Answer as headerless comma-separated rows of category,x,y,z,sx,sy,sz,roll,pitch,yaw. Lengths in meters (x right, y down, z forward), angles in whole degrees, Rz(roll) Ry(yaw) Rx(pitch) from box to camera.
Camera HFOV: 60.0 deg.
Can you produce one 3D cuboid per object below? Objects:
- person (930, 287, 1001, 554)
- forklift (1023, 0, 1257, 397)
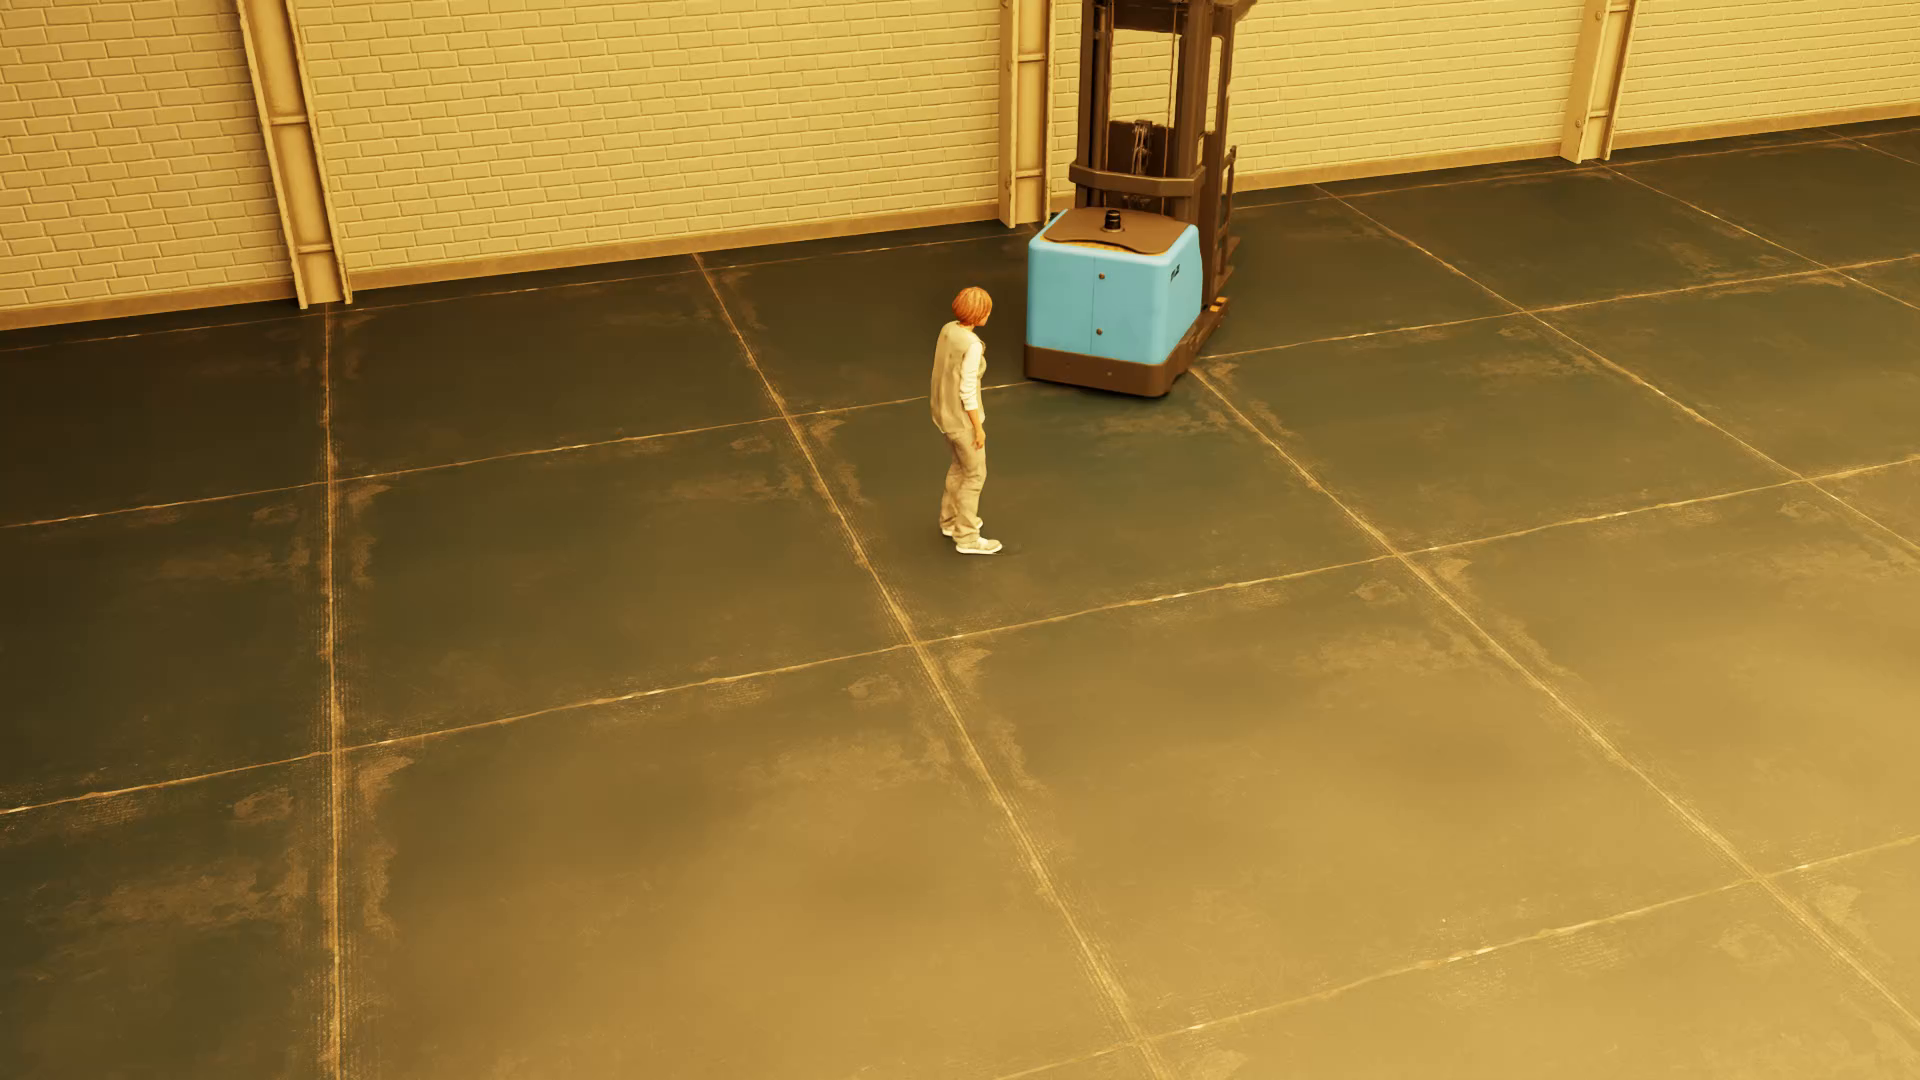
person,0.018,-0.691,9.643,0.344,1.581,0.467,-11,32,-18
forklift,1.480,-2.990,12.283,1.130,2.935,3.031,11,32,19
